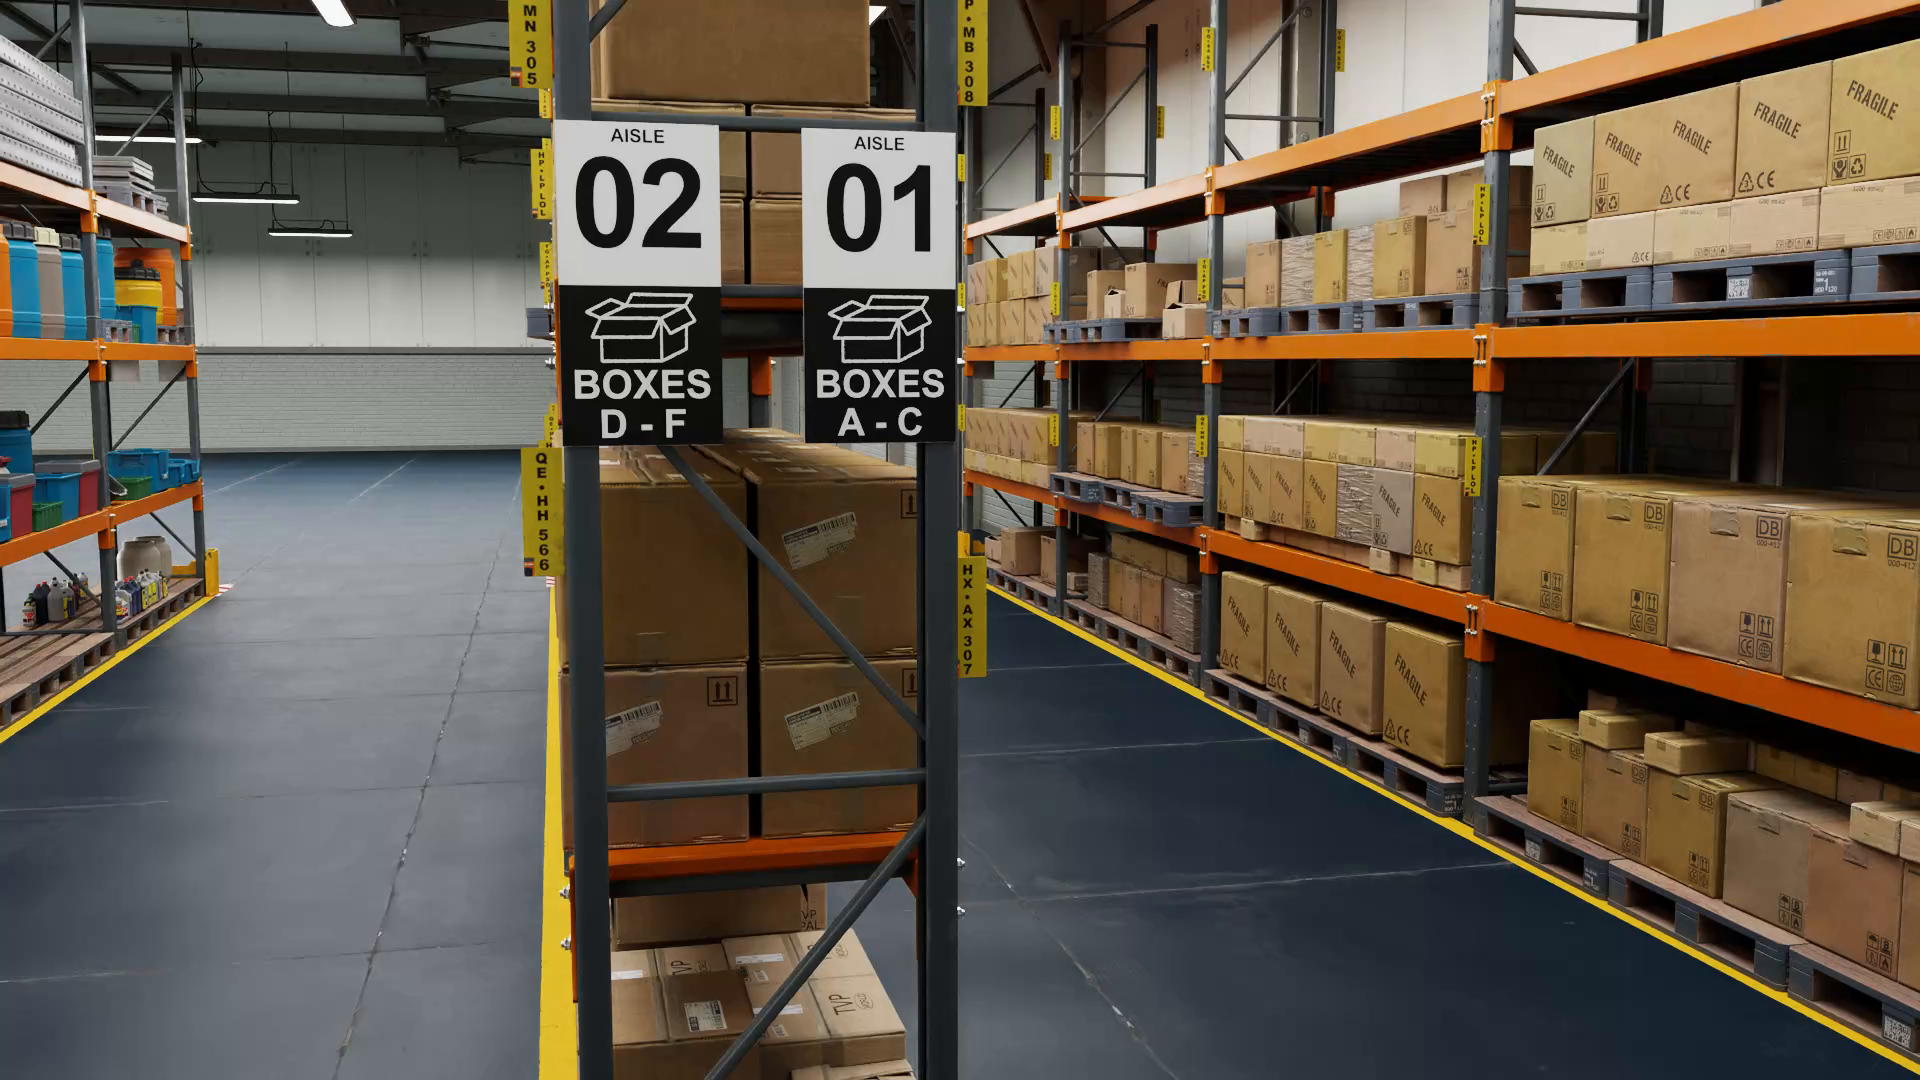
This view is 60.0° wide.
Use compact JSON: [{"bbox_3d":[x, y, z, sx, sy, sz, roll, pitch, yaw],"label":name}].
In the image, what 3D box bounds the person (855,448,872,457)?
[{"bbox_3d":[-1.052,-0.116,17.620,0.482,1.728,0.544,-2,6,-15],"label":"person"}]
